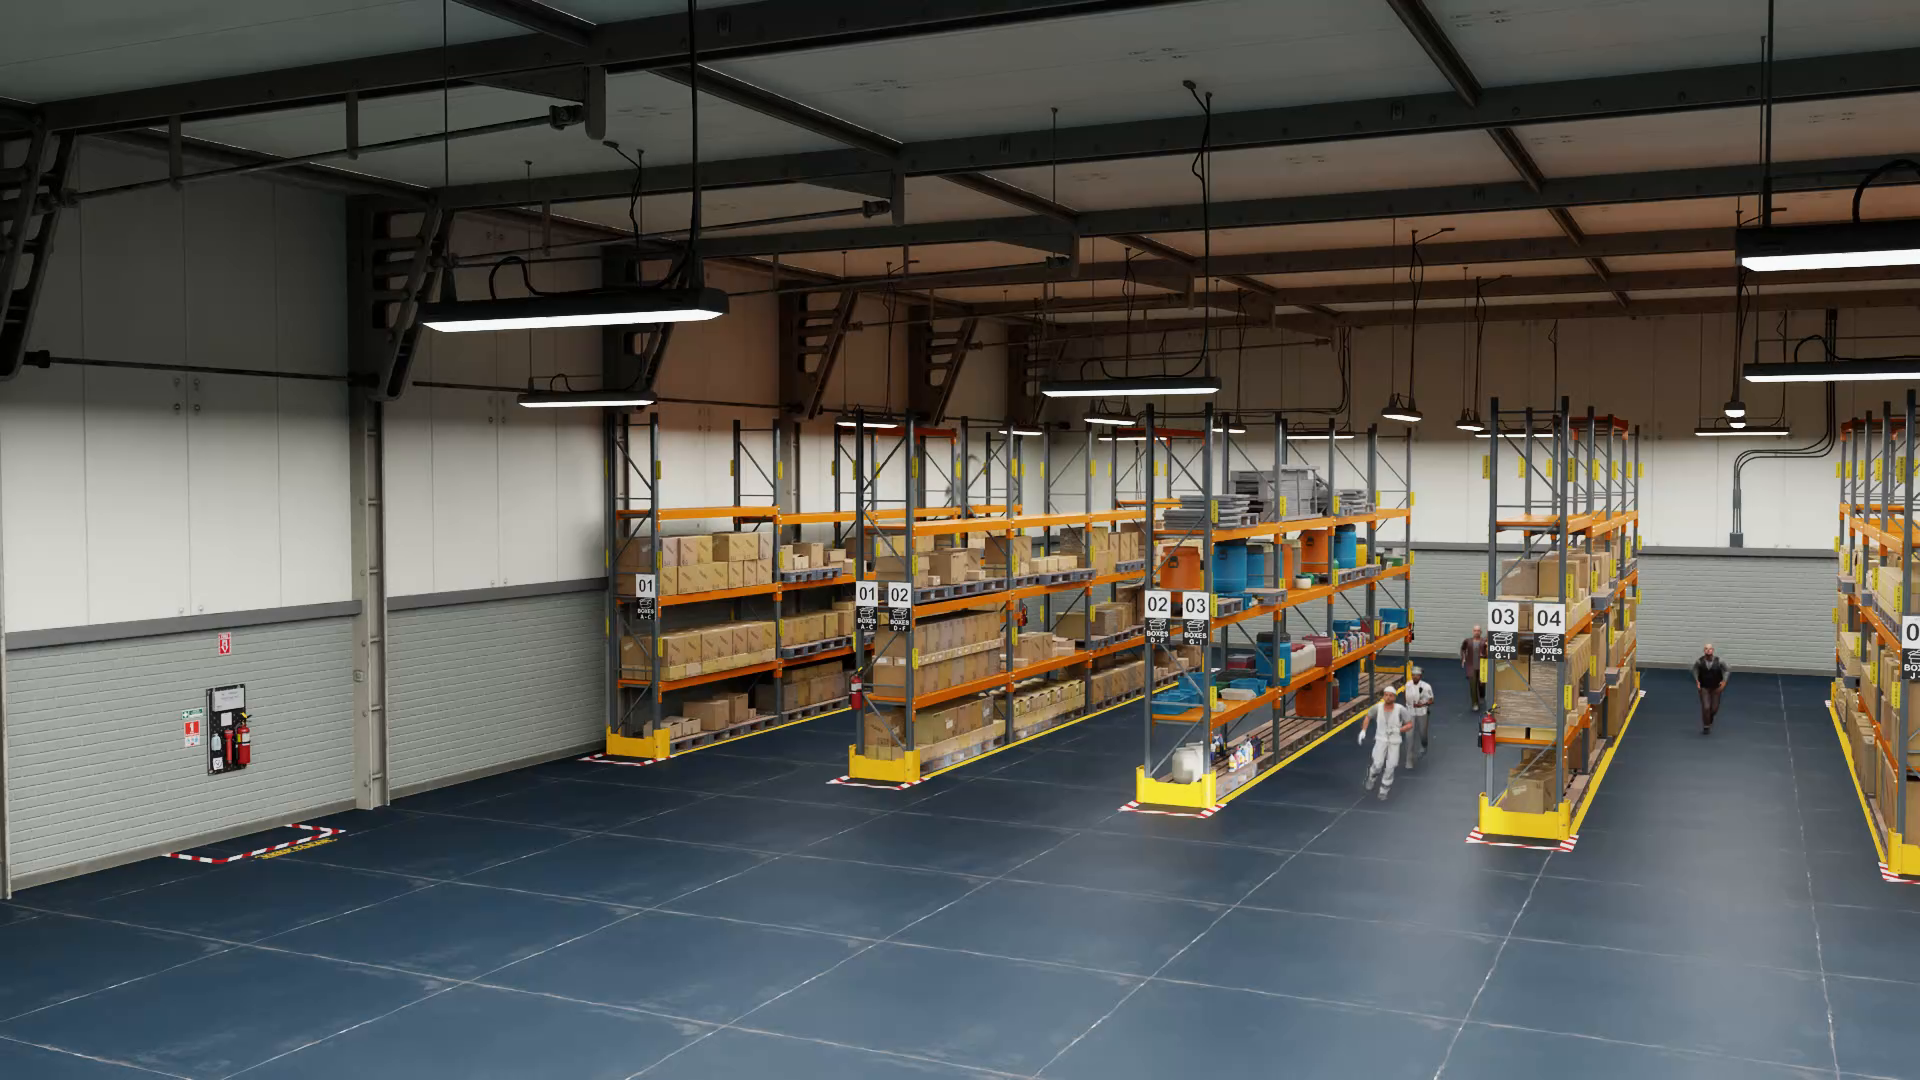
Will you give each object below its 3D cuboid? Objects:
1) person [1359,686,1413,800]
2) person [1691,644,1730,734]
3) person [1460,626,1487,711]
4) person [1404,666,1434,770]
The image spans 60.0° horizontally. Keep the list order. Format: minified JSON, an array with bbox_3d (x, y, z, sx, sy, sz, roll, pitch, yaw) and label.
[{"bbox_3d":[6.464,3.084,25.245,0.785,1.737,0.541,0,2,12],"label":"person"},{"bbox_3d":[14.324,2.832,31.749,0.680,1.711,0.648,1,3,25],"label":"person"},{"bbox_3d":[10.765,2.658,34.631,0.710,1.752,0.913,1,3,22],"label":"person"},{"bbox_3d":[7.774,2.992,28.166,0.529,1.733,1.058,1,3,23],"label":"person"}]
